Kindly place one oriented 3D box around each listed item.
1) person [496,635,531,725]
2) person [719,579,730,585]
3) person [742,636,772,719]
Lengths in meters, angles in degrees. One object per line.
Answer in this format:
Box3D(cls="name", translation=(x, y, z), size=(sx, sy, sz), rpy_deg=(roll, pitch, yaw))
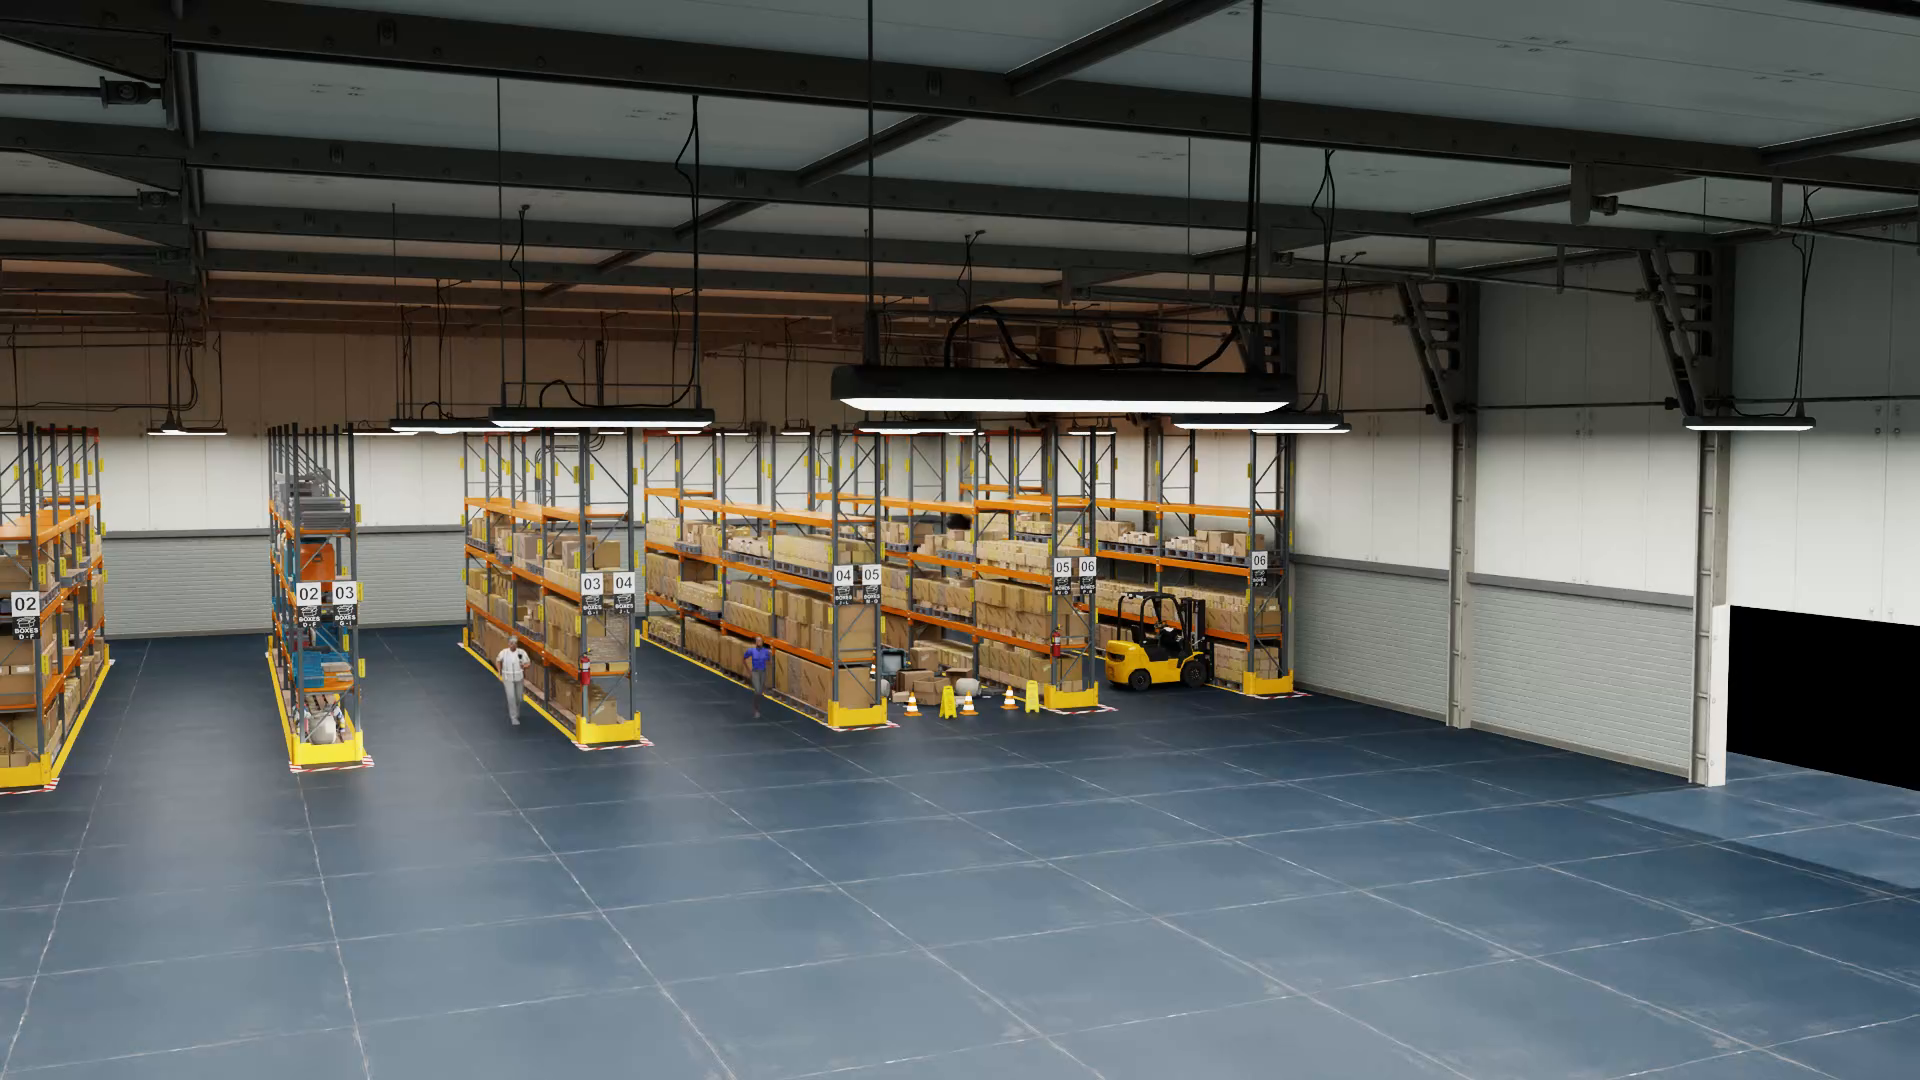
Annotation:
Box3D(cls="person", translation=(-8.967, 2.780, 33.411), size=(0.665, 1.760, 0.939), rpy_deg=(-1, 4, -22))
Box3D(cls="person", translation=(-7.200, 1.807, 49.681), size=(0.729, 1.823, 0.674), rpy_deg=(-2, 4, -28))
Box3D(cls="person", translation=(-4.141, 2.822, 34.146), size=(0.555, 1.716, 0.755), rpy_deg=(-2, 4, -31))
